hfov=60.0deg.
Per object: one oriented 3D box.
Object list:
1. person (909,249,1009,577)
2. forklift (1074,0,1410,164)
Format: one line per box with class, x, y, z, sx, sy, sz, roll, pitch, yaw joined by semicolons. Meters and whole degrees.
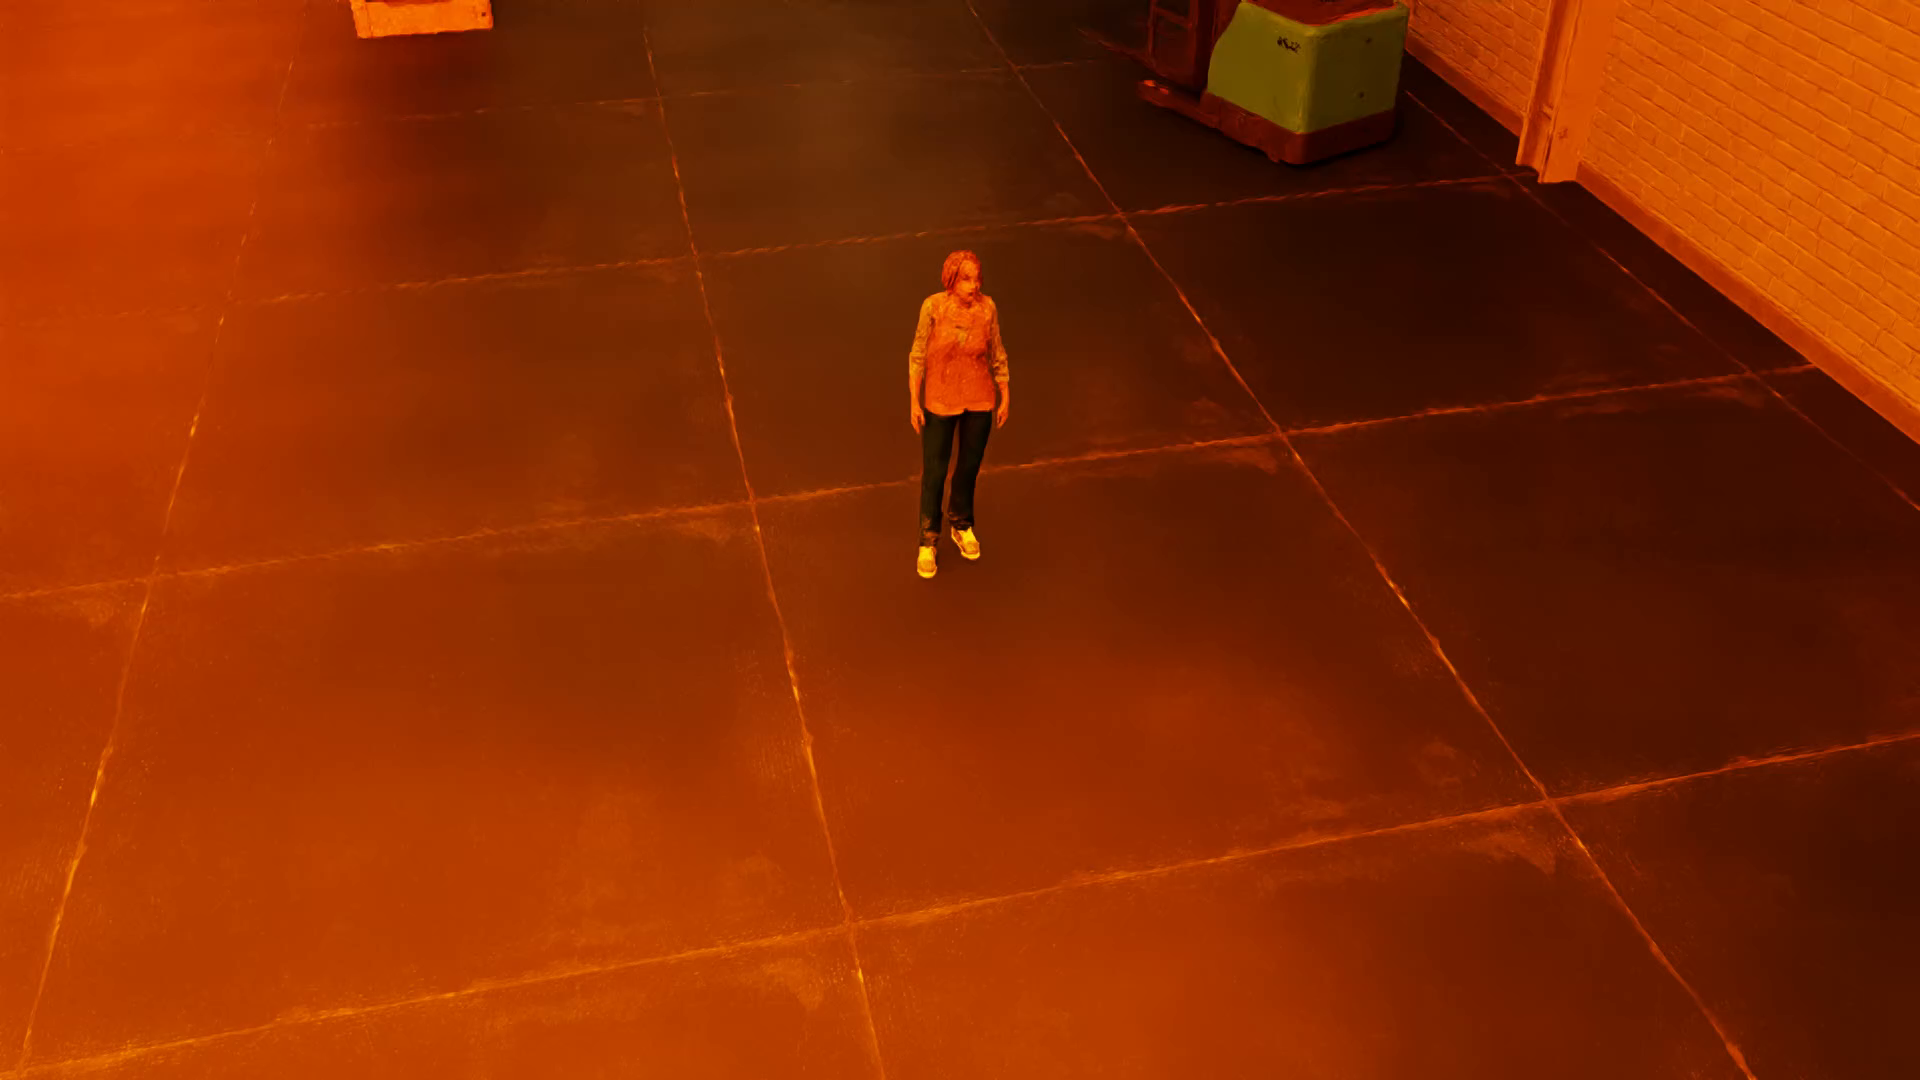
person;0.003;-0.610;8.028;0.520;1.597;0.474;-8;36;-11
forklift;2.087;-4.793;12.710;1.130;2.935;3.031;-21;41;-26
